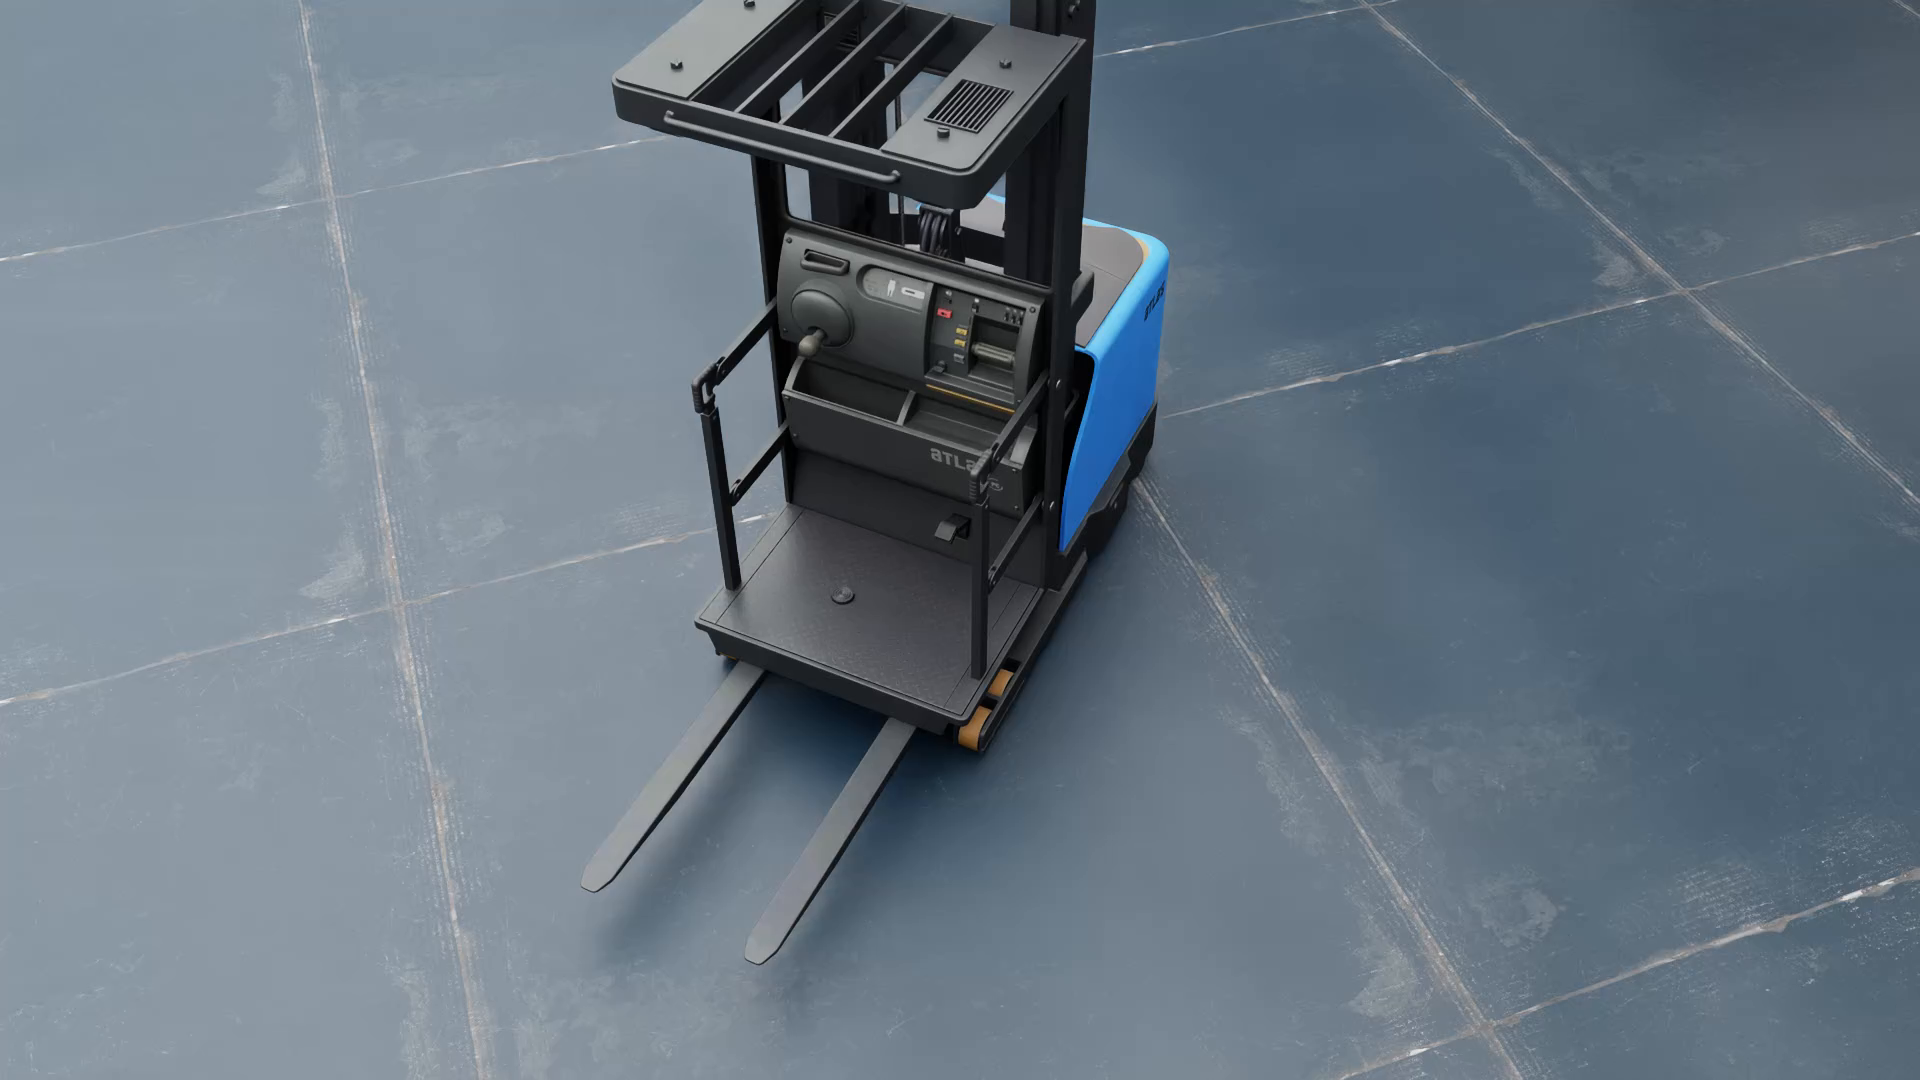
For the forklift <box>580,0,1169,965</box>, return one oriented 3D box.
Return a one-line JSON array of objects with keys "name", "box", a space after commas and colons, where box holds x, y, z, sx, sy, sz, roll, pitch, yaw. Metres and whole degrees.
[{"name": "forklift", "box": [-0.268, -0.635, 5.314, 1.130, 2.935, 3.031, 19, 48, 18]}]
